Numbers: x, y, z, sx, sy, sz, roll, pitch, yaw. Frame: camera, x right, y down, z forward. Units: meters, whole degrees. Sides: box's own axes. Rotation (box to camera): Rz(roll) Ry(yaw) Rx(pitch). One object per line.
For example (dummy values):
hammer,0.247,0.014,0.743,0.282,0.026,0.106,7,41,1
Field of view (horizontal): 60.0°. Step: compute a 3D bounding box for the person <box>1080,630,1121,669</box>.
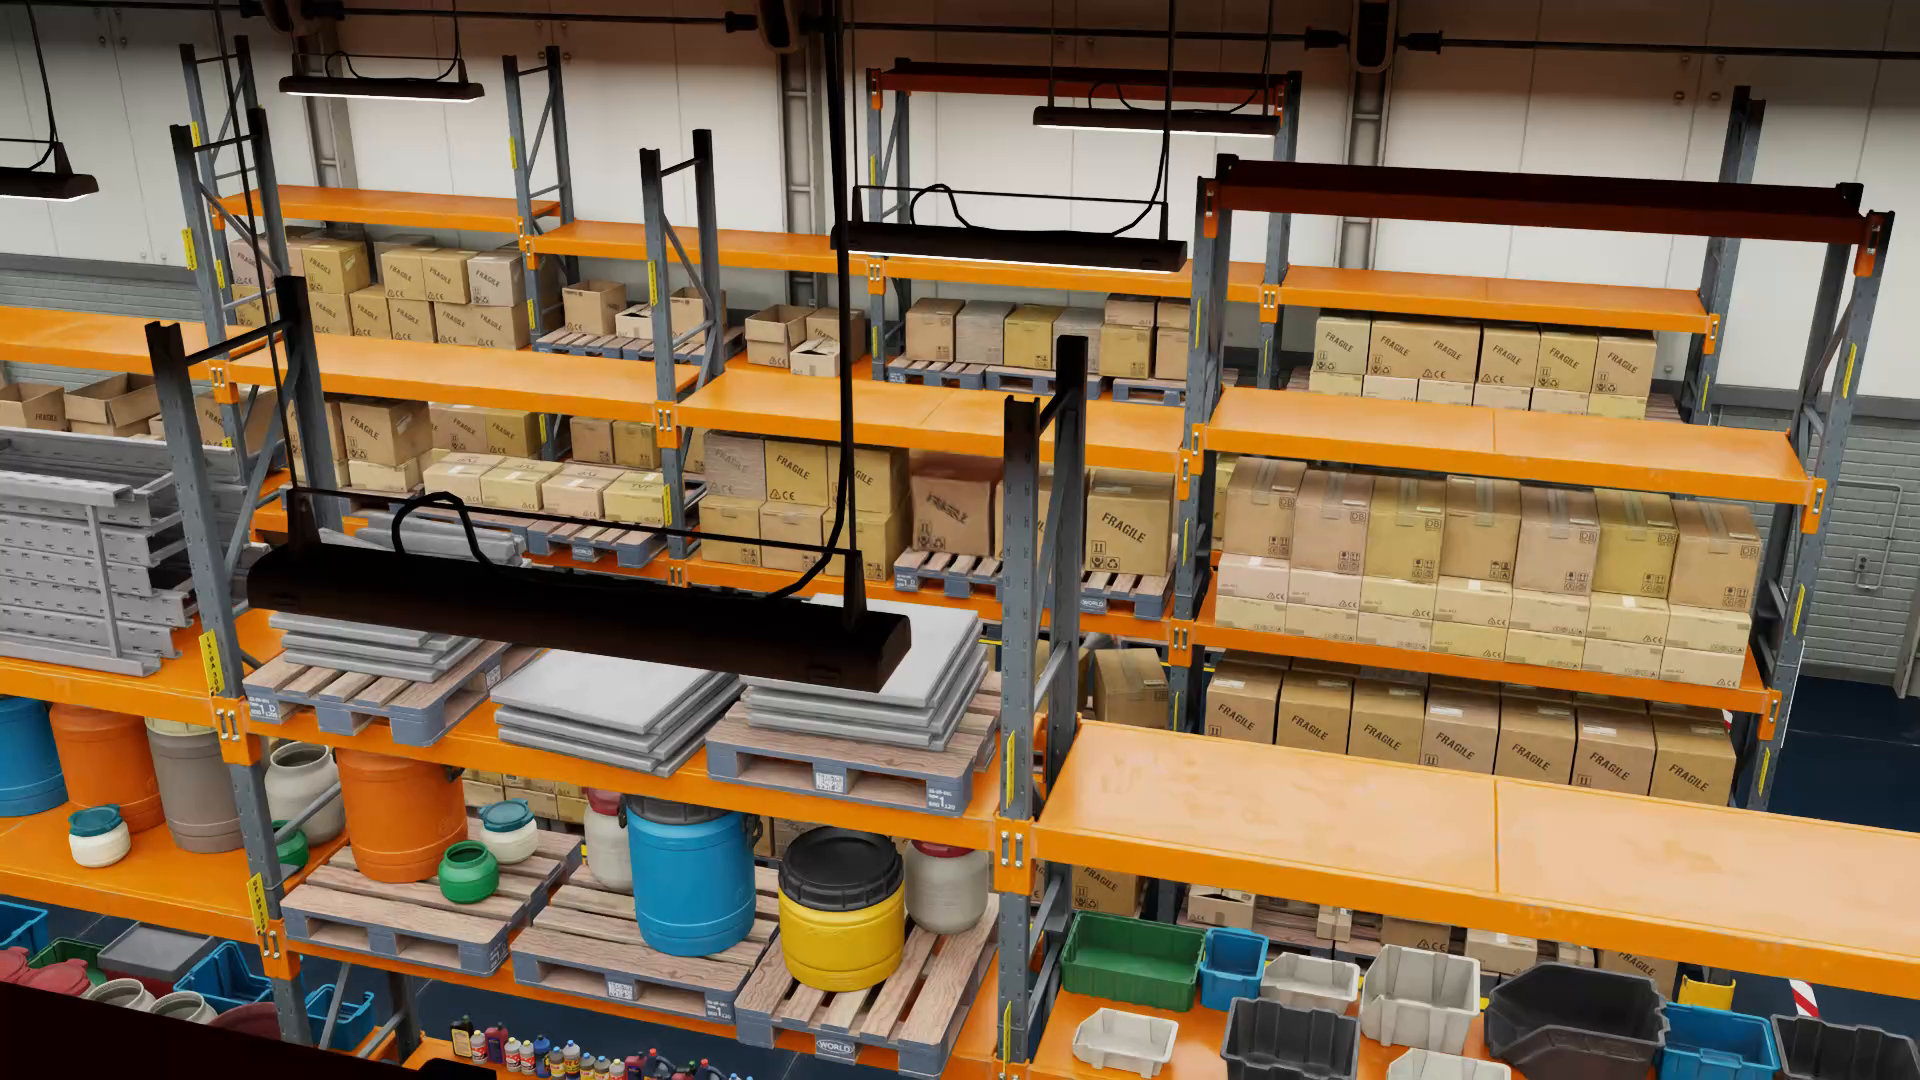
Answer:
person,1.369,0.847,16.592,0.961,1.615,0.439,3,23,6
